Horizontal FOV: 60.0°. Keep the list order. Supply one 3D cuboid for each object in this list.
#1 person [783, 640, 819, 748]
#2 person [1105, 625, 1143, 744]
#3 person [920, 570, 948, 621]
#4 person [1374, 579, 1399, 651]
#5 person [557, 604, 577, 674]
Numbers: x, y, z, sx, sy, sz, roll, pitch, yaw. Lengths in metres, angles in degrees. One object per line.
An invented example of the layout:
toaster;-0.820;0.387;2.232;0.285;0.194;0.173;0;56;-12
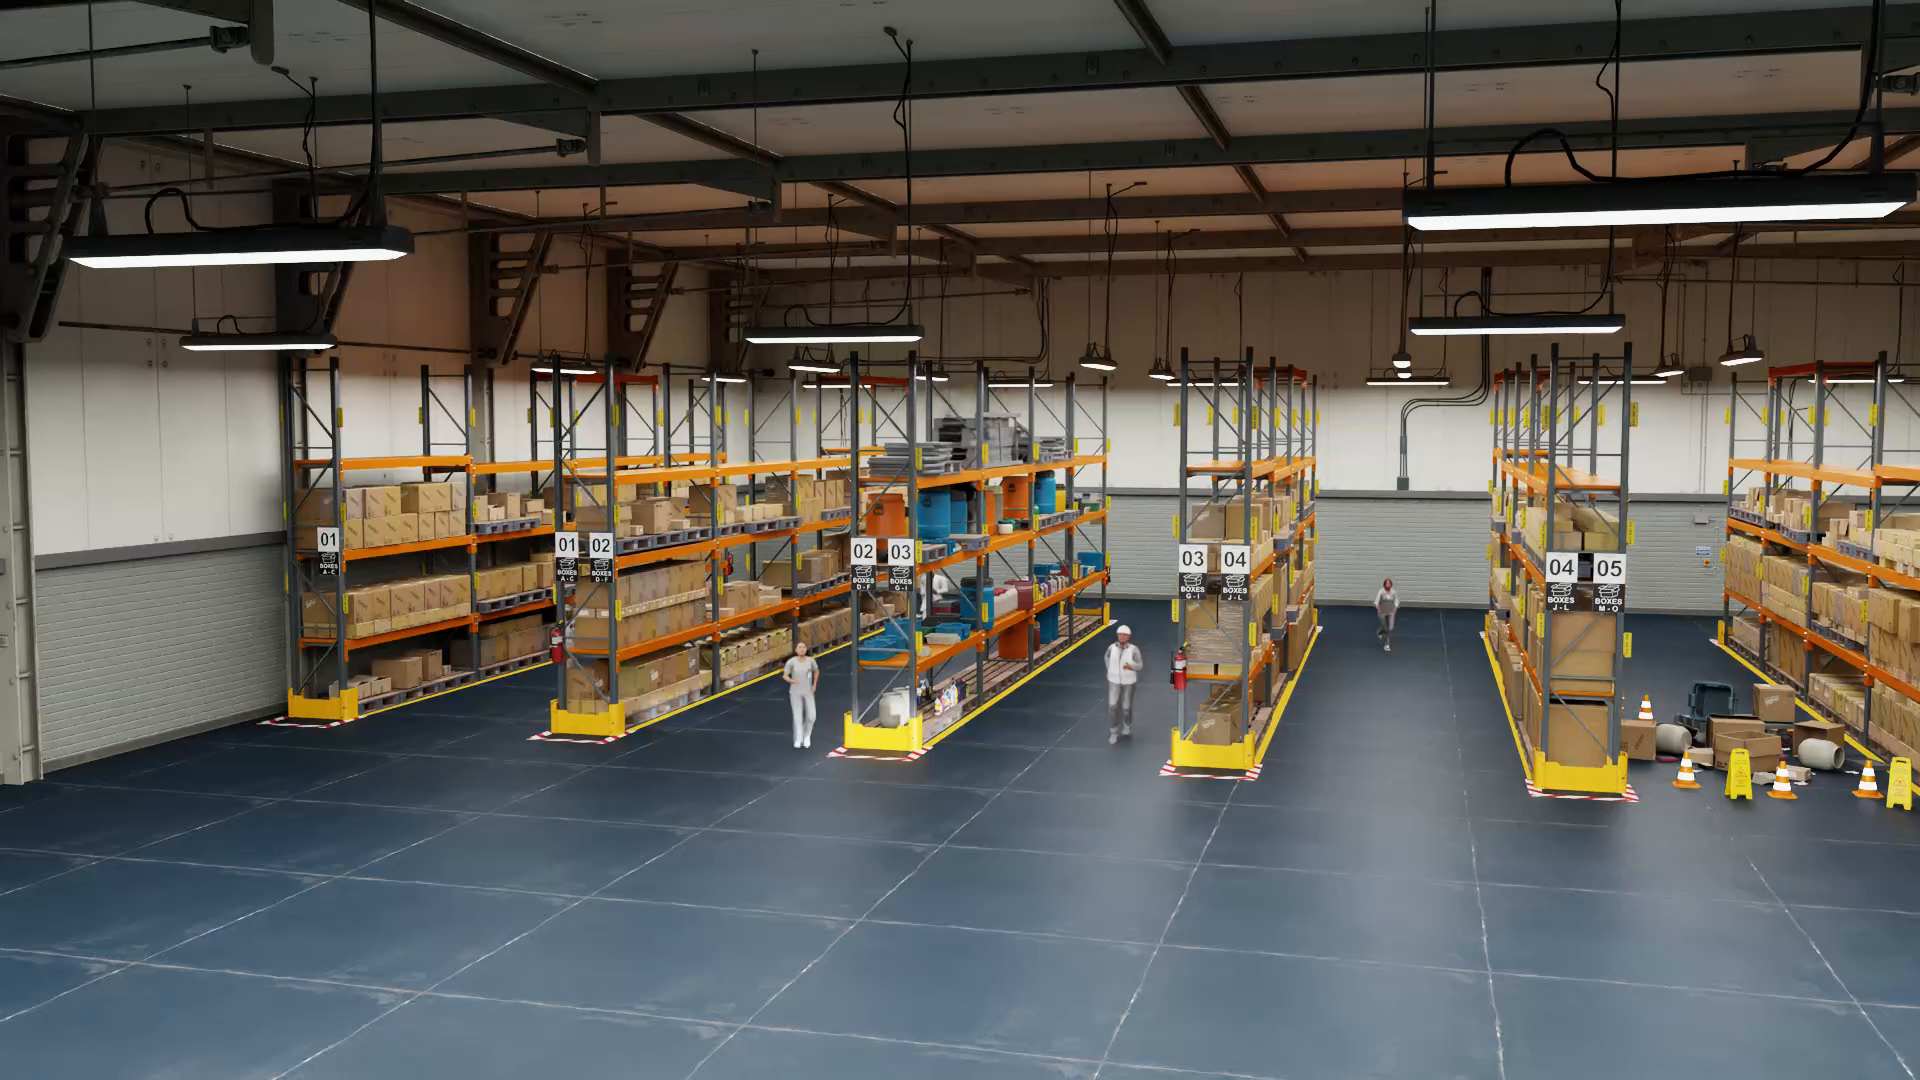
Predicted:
person;-2.378;2.332;25.079;0.576;1.642;0.565;-1;4;-15
person;2.525;2.230;25.773;0.640;1.830;0.784;1;4;13
person;-0.572;1.445;36.572;0.668;1.833;1.103;1;4;9
person;9.212;1.598;35.941;0.522;1.554;0.598;0;4;2
person;-7.080;1.984;30.063;0.583;1.657;0.558;1;4;10
